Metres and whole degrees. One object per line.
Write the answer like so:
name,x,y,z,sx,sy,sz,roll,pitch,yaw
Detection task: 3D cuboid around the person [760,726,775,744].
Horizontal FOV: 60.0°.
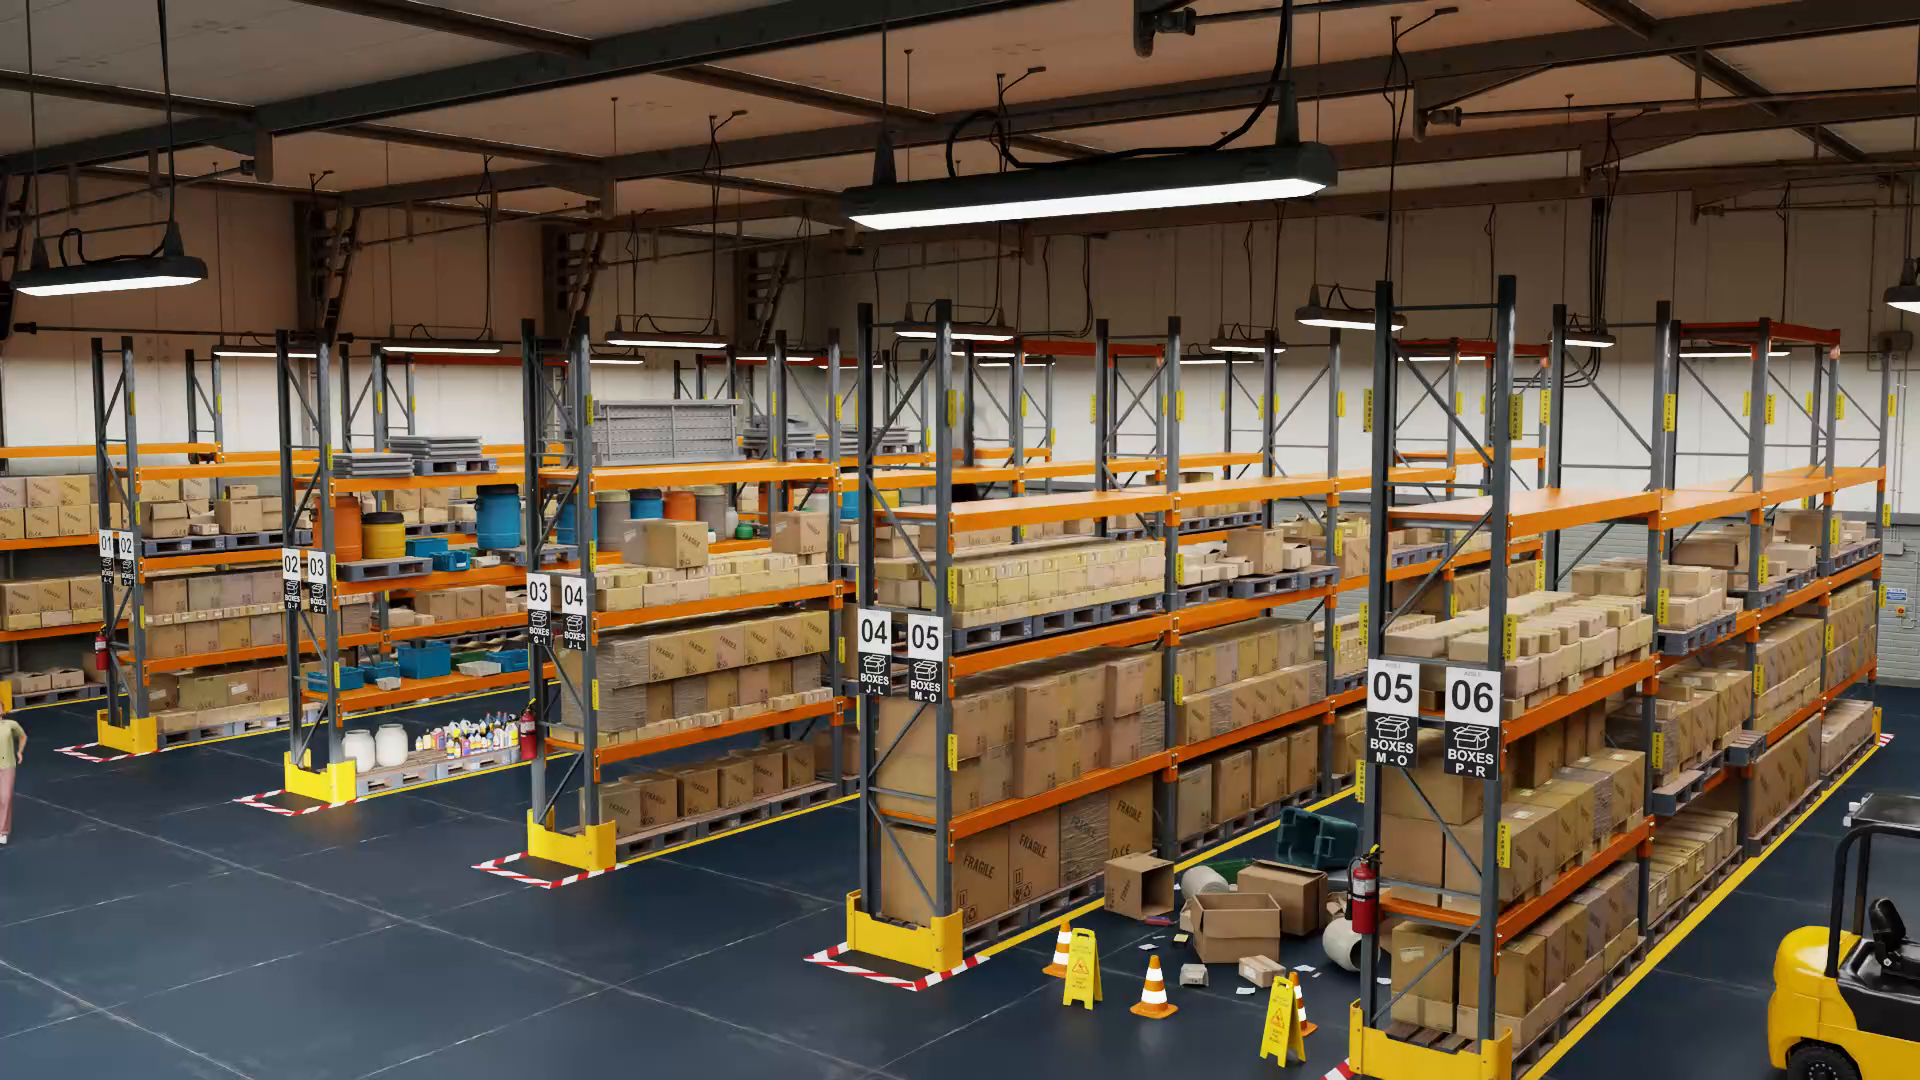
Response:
person,-2.803,2.053,23.207,0.559,1.621,0.585,3,6,31

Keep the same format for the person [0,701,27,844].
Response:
person,-11.178,2.659,19.345,0.589,1.640,0.867,-3,6,-27
